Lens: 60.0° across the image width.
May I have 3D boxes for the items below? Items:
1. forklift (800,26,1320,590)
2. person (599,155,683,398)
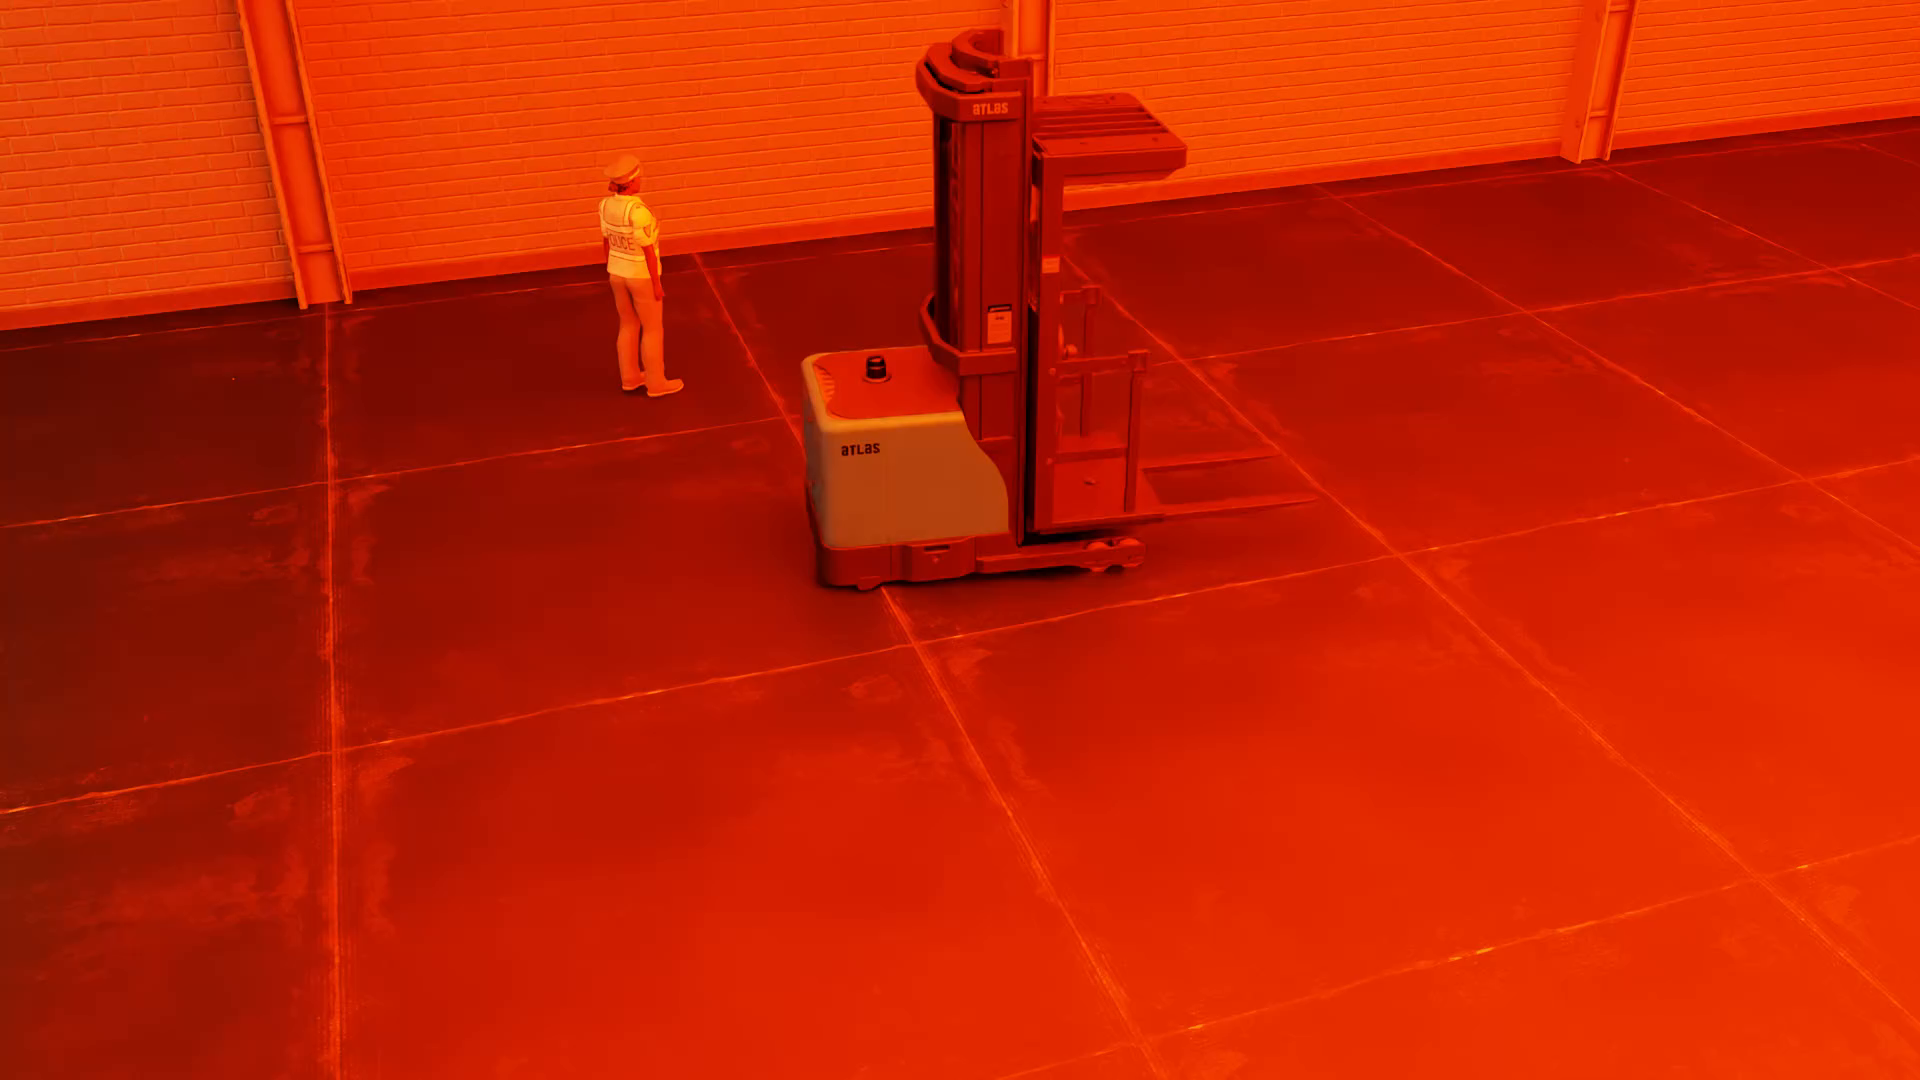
[{"bbox_3d":[0.620,-1.342,9.420,3.031,2.935,1.130,-6,30,-10],"label":"forklift"},{"bbox_3d":[-2.234,-1.819,11.498,0.447,1.691,0.338,19,35,29],"label":"person"}]
